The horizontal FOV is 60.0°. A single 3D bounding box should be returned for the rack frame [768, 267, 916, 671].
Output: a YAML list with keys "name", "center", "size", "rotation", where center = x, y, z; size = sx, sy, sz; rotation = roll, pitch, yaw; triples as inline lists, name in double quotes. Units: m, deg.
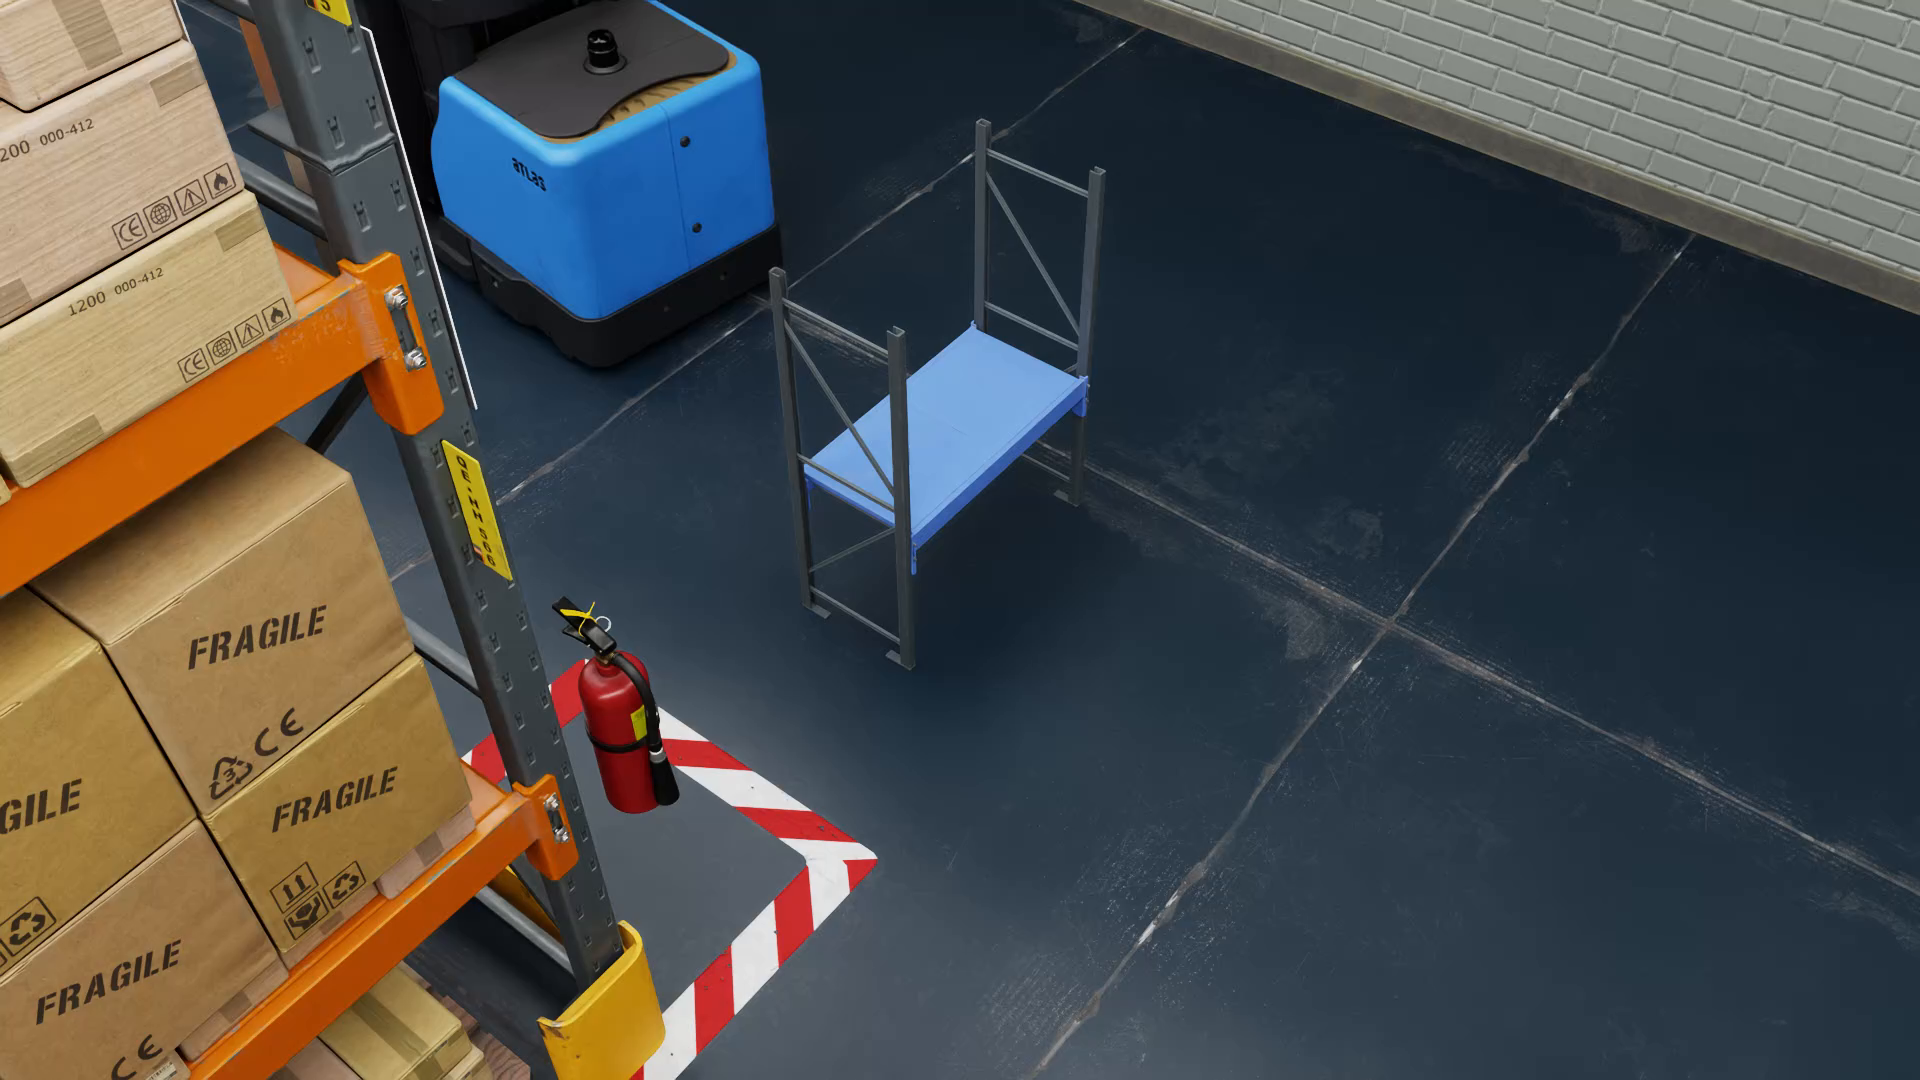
- name: "rack frame"
  center: [-0.363, -0.178, 5.383]
  size: [0.500, 1.500, 0.032]
  rotation: [29, 53, 25]

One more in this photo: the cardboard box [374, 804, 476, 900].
- name: "cardboard box"
  center: [-1.332, 0.597, 3.779]
  size: [0.380, 0.149, 0.250]
  rotation: [29, 53, 25]

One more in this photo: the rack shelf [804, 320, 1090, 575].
- name: "rack shelf"
  center: [-0.052, -0.345, 5.791]
  size: [0.538, 0.185, 1.000]
  rotation: [29, 53, 25]

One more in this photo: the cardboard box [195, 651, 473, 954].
- name: "cardboard box"
  center: [-1.428, 0.433, 3.487]
  size: [0.500, 0.500, 0.500]
  rotation: [30, 53, 26]

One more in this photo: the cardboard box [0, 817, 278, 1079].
- name: "cardboard box"
  center: [-1.747, 0.725, 3.208]
  size: [0.500, 0.500, 0.500]
  rotation: [28, 53, 24]

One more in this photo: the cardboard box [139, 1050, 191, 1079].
- name: "cardboard box"
  center: [-1.793, 1.030, 3.366]
  size: [0.380, 0.149, 0.250]
  rotation: [31, 54, 26]

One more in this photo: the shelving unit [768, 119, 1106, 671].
- name: "shelving unit"
  center: [-0.052, -0.469, 5.661]
  size: [0.538, 1.500, 1.048]
  rotation: [29, 53, 25]

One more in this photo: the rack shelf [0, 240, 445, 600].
- name: "rack shelf"
  center: [-2.579, 0.556, 2.068]
  size: [1.077, 0.370, 4.000]
  rotation: [29, 53, 25]

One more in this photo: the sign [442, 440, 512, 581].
- name: "sign"
  center: [-0.930, -0.053, 3.207]
  size: [0.100, 0.325, 0.005]
  rotation: [29, 53, 25]

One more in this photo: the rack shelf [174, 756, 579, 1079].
- name: "rack shelf"
  center: [-2.579, 1.592, 3.152]
  size: [1.077, 0.370, 4.000]
  rotation: [29, 53, 25]

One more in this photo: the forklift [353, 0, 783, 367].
- name: "forklift"
  center: [-2.171, -2.685, 6.788]
  size: [1.130, 2.935, 3.031]
  rotation: [-36, 56, -29]

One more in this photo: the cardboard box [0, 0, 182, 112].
- name: "cardboard box"
  center: [-1.327, -0.775, 2.324]
  size: [0.380, 0.149, 0.250]
  rotation: [29, 53, 25]

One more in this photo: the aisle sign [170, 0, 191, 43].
- name: "aisle sign"
  center: [-1.549, -0.873, 3.212]
  size: [0.394, 0.787, 0.004]
  rotation: [29, 53, 25]

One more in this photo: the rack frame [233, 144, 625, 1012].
- name: "rack frame"
  center: [-1.357, 0.199, 3.985]
  size: [1.000, 3.000, 0.127]
  rotation: [29, 53, 25]

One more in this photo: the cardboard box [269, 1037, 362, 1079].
- name: "cardboard box"
  center: [-1.679, 1.367, 4.140]
  size: [0.380, 0.149, 0.250]
  rotation: [30, 53, 26]

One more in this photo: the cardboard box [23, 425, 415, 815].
- name: "cardboard box"
  center: [-1.440, 0.088, 3.125]
  size: [0.500, 0.500, 0.500]
  rotation: [28, 52, 24]

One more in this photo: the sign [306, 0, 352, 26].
- name: "sign"
  center: [-0.930, -0.886, 2.335]
  size: [0.100, 0.325, 0.005]
  rotation: [29, 53, 25]

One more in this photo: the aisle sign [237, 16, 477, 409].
- name: "aisle sign"
  center: [-1.074, -0.608, 2.958]
  size: [0.394, 0.787, 0.004]
  rotation: [29, 53, 25]

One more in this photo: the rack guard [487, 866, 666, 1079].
- name: "rack guard"
  center: [-1.403, 1.106, 4.848]
  size: [1.175, 0.500, 0.348]
  rotation: [29, 53, 25]

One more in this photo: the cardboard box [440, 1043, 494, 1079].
- name: "cardboard box"
  center: [-1.453, 1.364, 4.348]
  size: [0.380, 0.149, 0.250]
  rotation: [28, 52, 24]

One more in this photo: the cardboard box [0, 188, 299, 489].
- name: "cardboard box"
  center: [-1.425, -0.408, 2.595]
  size: [0.500, 0.250, 0.500]
  rotation: [28, 52, 24]

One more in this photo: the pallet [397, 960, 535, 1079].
- name: "pallet"
  center: [-1.928, 1.655, 4.523]
  size: [1.003, 0.211, 1.213]
  rotation: [29, 53, 25]

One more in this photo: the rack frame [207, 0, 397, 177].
- name: "rack frame"
  center: [-1.357, -1.873, 1.816]
  size: [1.000, 3.000, 0.127]
  rotation: [29, 53, 25]

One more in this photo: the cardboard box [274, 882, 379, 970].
- name: "cardboard box"
  center: [-1.514, 0.723, 3.658]
  size: [0.380, 0.149, 0.250]
  rotation: [29, 53, 25]

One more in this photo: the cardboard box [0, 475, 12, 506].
- name: "cardboard box"
  center: [-1.732, -0.113, 2.313]
  size: [0.500, 0.250, 0.500]
  rotation: [29, 53, 25]

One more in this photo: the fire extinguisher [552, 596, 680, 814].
- name: "fire extinguisher"
  center: [-0.837, 0.415, 4.091]
  size: [0.296, 0.674, 0.183]
  rotation: [29, 53, 25]

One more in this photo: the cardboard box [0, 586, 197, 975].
- name: "cardboard box"
  center: [-1.749, 0.378, 2.848]
  size: [0.500, 0.500, 0.500]
  rotation: [27, 52, 24]

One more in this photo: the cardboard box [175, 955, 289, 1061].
- name: "cardboard box"
  center: [-1.655, 0.873, 3.515]
  size: [0.380, 0.149, 0.250]
  rotation: [29, 53, 25]

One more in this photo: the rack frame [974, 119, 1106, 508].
- name: "rack frame"
  center: [0.259, -0.760, 5.939]
  size: [0.500, 1.500, 0.032]
  rotation: [29, 53, 25]

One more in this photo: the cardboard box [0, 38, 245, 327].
- name: "cardboard box"
  center: [-1.437, -0.582, 2.415]
  size: [0.500, 0.250, 0.500]
  rotation: [28, 52, 24]

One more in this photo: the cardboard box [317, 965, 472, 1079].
- name: "cardboard box"
  center: [-1.480, 1.248, 4.253]
  size: [0.380, 0.149, 0.250]
  rotation: [30, 53, 25]
